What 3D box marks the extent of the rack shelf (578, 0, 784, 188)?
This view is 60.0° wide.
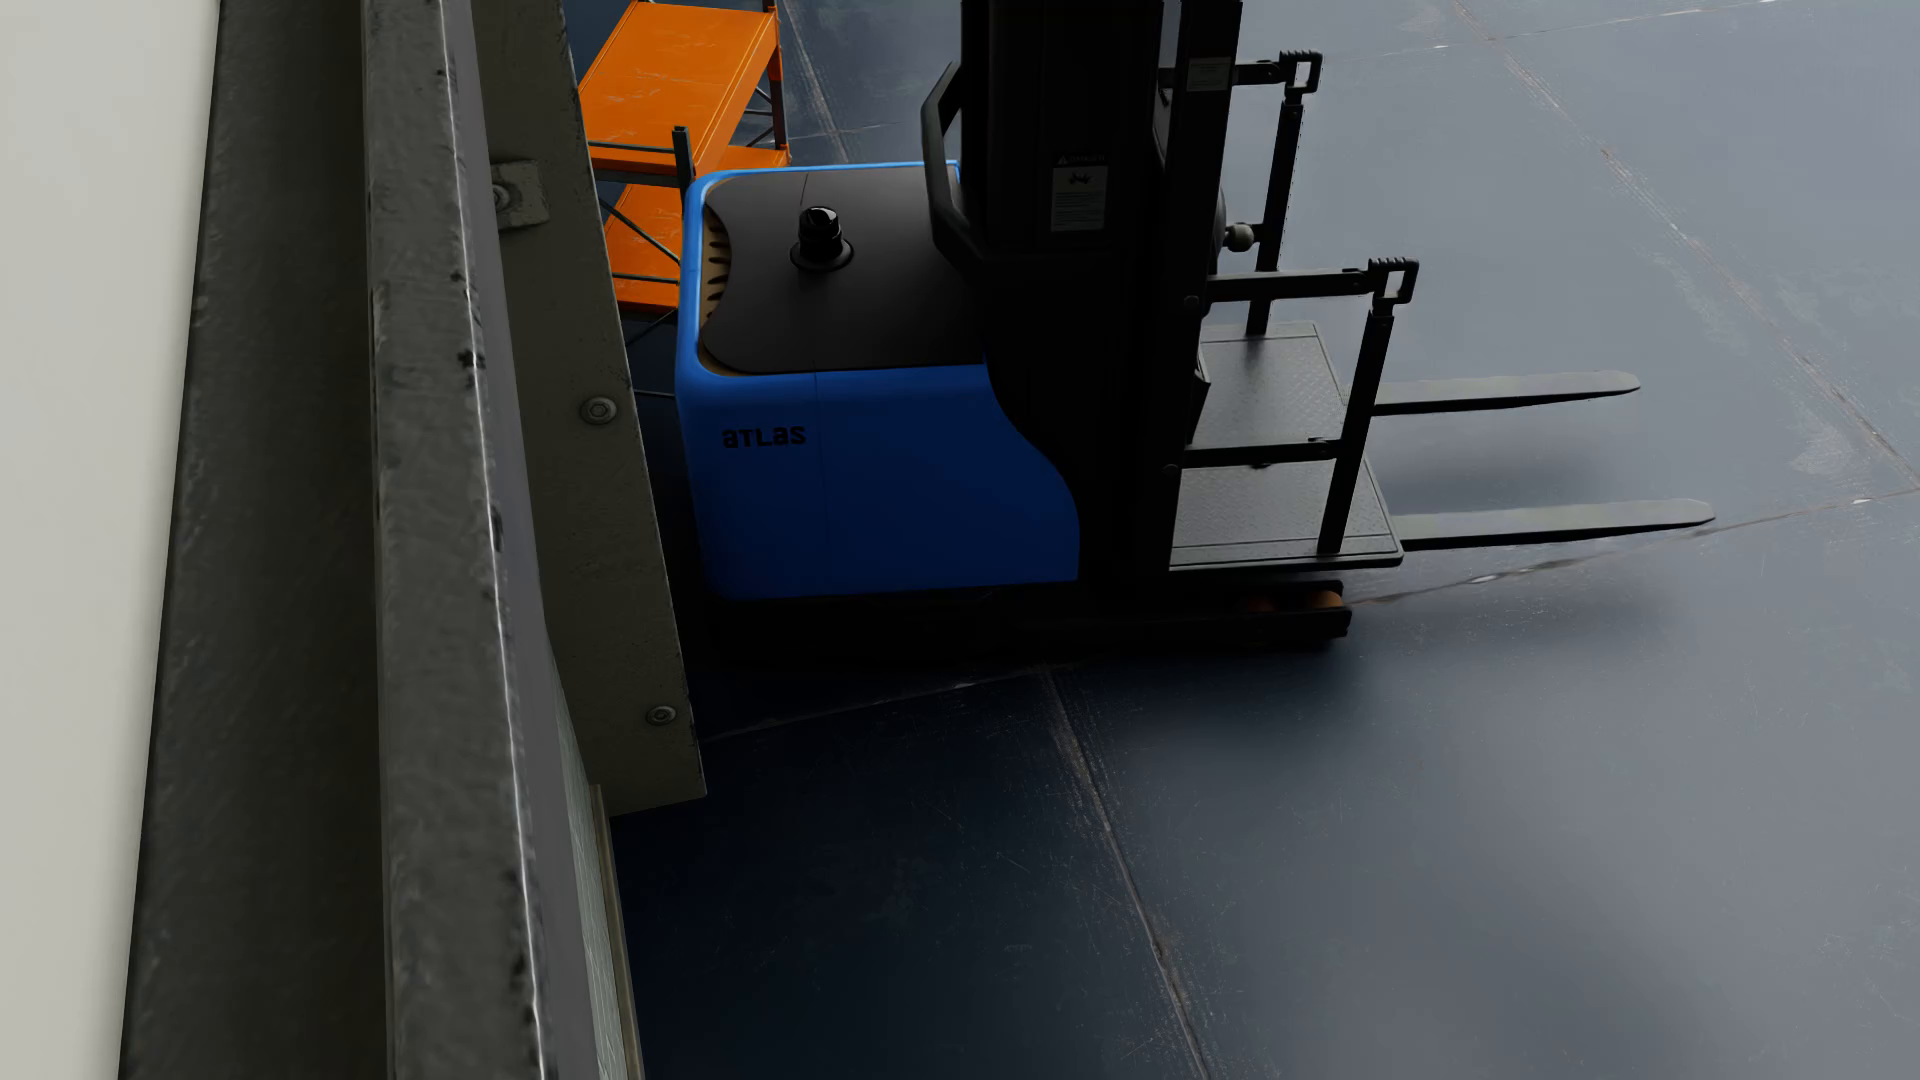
[{"bbox_3d":[-0.957,-1.396,5.420,0.538,0.278,1.000,7,46,7],"label":"rack shelf"}]

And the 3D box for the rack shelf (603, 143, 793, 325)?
[{"bbox_3d":[-0.957,-1.020,5.804,0.538,0.278,1.000,7,46,7],"label":"rack shelf"}]

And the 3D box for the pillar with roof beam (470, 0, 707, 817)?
[{"bbox_3d":[3.269,-3.344,2.226,9.100,9.000,0.400,-11,47,-10],"label":"pillar with roof beam"}]

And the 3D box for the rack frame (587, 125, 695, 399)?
[{"bbox_3d":[-1.043,-0.833,5.279,0.500,1.125,0.032,7,46,7],"label":"rack frame"}]

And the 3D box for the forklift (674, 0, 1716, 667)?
[{"bbox_3d":[0.741,-1.084,4.260,3.031,2.935,1.130,-3,46,-3],"label":"forklift"}]

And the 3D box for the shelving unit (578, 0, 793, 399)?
[{"bbox_3d":[-0.957,-1.191,5.629,0.538,1.125,1.048,7,46,7],"label":"shelving unit"}]

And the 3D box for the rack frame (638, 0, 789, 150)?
[{"bbox_3d":[-0.872,-1.549,5.980,0.500,1.125,0.032,7,46,7],"label":"rack frame"}]
